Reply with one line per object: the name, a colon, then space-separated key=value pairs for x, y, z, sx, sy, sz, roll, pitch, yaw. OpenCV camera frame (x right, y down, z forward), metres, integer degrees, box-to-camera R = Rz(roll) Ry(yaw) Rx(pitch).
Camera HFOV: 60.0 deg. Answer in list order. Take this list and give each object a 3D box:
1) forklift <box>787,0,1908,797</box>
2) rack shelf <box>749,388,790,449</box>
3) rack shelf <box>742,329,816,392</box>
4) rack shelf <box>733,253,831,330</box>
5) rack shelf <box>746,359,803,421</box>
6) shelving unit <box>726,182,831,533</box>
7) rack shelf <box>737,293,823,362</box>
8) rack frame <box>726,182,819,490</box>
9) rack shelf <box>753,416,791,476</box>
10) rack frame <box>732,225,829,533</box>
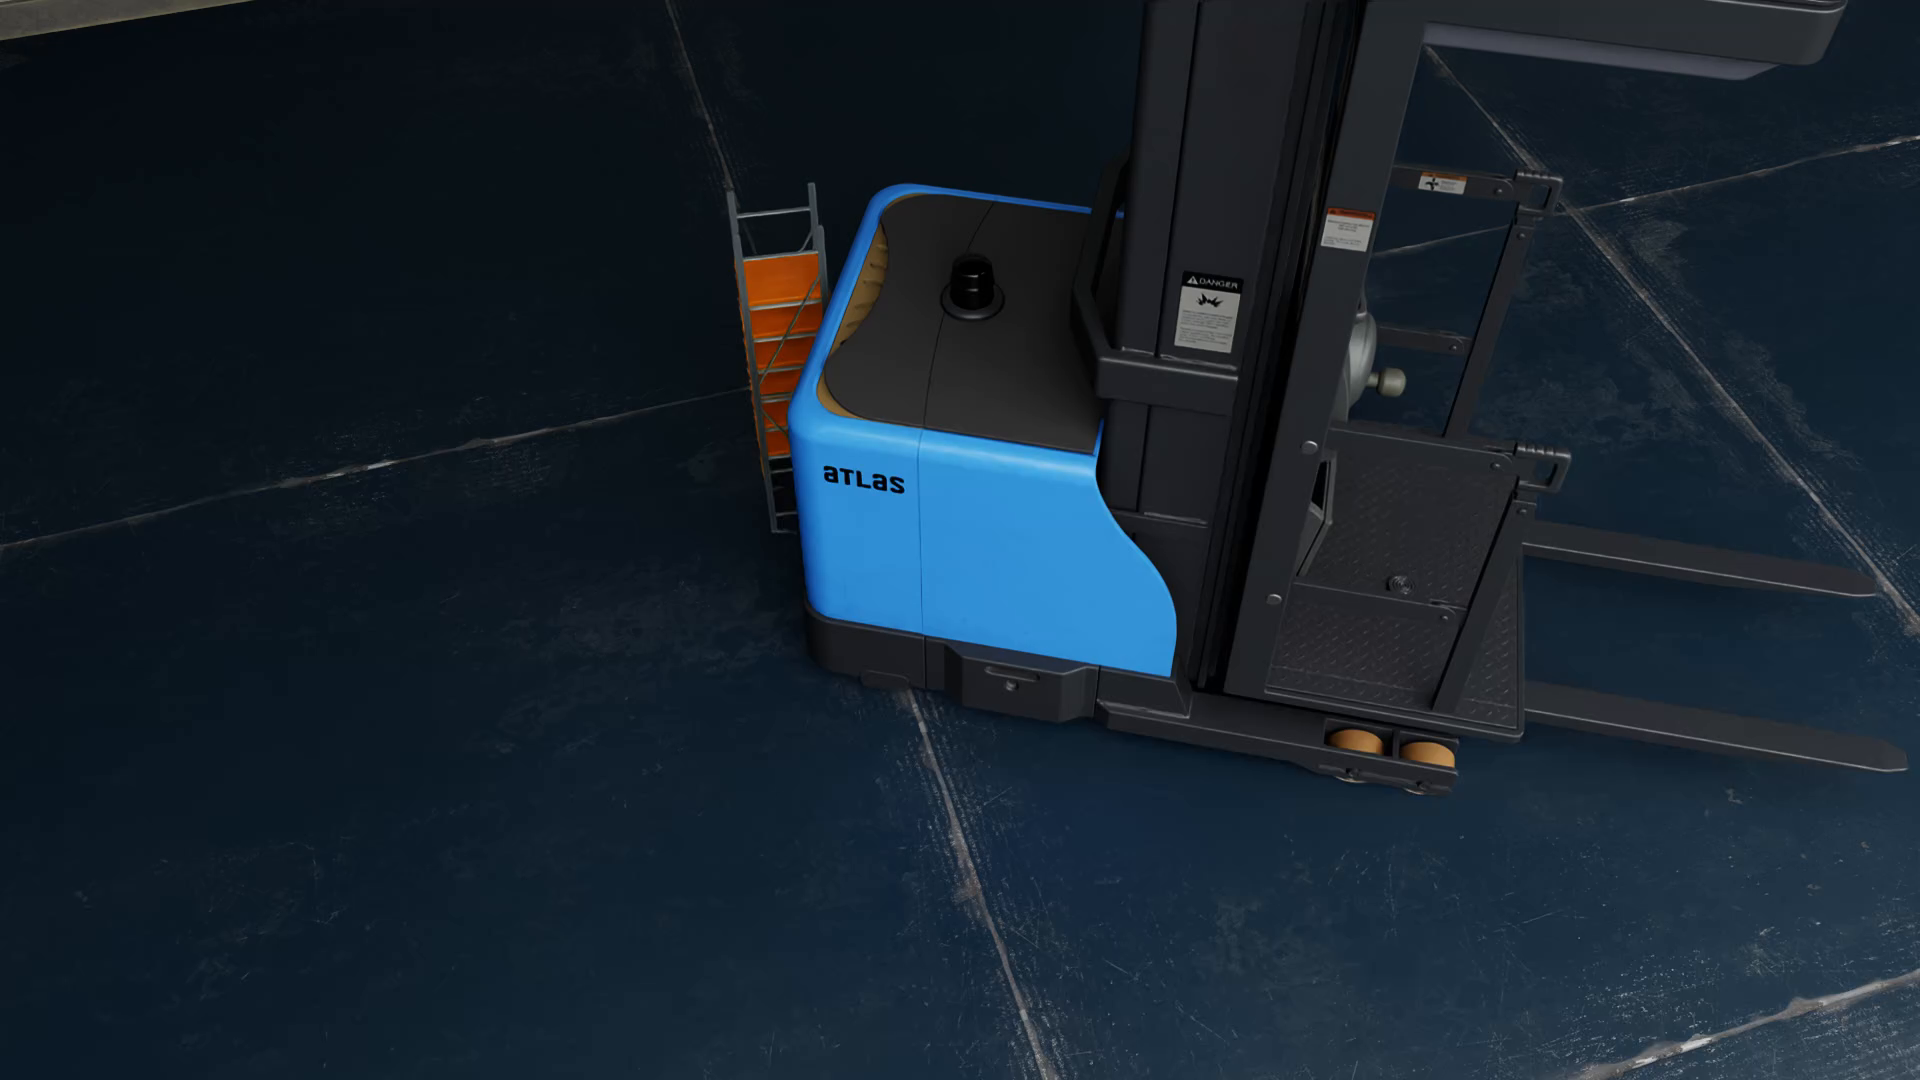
forklift: x=1.122 y=-0.679 z=3.905 sx=3.031 sy=2.935 sz=1.130 roll=9 pitch=51 yaw=8
rack shelf: x=-0.494 y=-0.388 z=5.008 sx=0.258 sy=0.103 sz=0.180 roll=-8 pitch=50 yaw=-6
rack shelf: x=-0.494 y=-0.543 z=4.824 sx=0.258 sy=0.103 sz=0.180 roll=-8 pitch=50 yaw=-6
rack shelf: x=-0.494 y=-0.698 z=4.641 sx=0.258 sy=0.103 sz=0.180 roll=-8 pitch=50 yaw=-6
rack shelf: x=-0.494 y=-0.465 z=4.916 sx=0.258 sy=0.103 sz=0.180 roll=-8 pitch=50 yaw=-6
shelving unit: x=-0.494 y=-0.494 z=4.882 sx=0.258 sy=1.200 sz=0.189 roll=-8 pitch=50 yaw=-6
rack shelf: x=-0.494 y=-0.620 z=4.732 sx=0.258 sy=0.103 sz=0.180 roll=-8 pitch=50 yaw=-6
rack frame: x=-0.510 y=-0.563 z=4.940 sx=0.240 sy=1.200 sz=0.006 roll=-8 pitch=50 yaw=-6
rack shelf: x=-0.494 y=-0.311 z=5.099 sx=0.258 sy=0.103 sz=0.180 roll=-8 pitch=50 yaw=-6
rack frame: x=-0.478 y=-0.425 z=4.824 sx=0.240 sy=1.200 sz=0.006 roll=-8 pitch=50 yaw=-6
